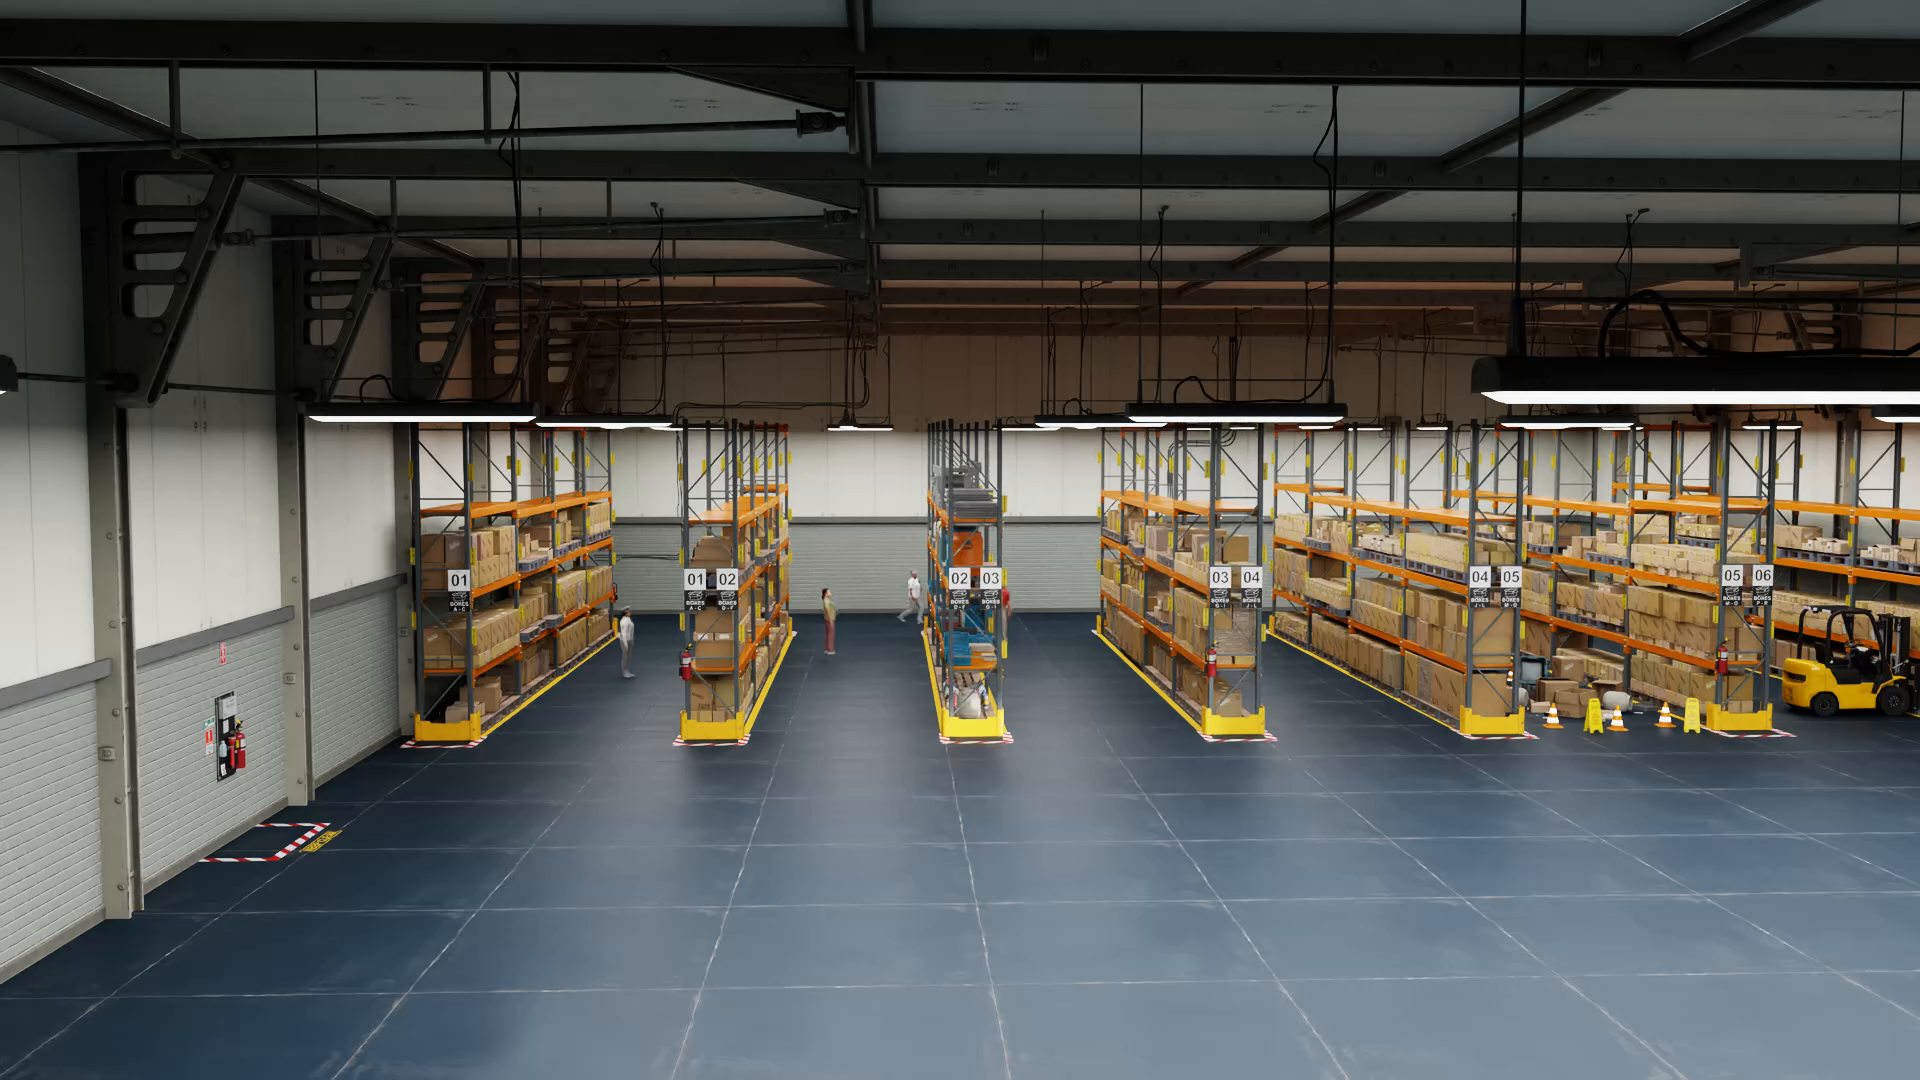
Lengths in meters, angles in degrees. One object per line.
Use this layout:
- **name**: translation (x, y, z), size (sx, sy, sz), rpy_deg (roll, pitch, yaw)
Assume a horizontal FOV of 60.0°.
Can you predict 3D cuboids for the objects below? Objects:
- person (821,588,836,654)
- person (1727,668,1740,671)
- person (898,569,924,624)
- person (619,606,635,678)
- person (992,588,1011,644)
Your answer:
- **person**: translation (-3.283, 2.047, 41.913), size (0.408, 1.673, 0.496), rpy_deg (-1, 4, -22)
- **person**: translation (16.891, 2.584, 36.319), size (0.523, 1.678, 0.405), rpy_deg (-3, 5, -37)
- **person**: translation (-1.427, 1.695, 49.914), size (0.840, 1.635, 0.497), rpy_deg (1, 4, 14)
- **person**: translation (-7.819, 2.385, 39.041), size (0.345, 1.690, 0.532), rpy_deg (1, 4, 16)
- **person**: translation (1.040, 1.904, 44.135), size (0.664, 1.657, 1.029), rpy_deg (-1, 4, -12)
